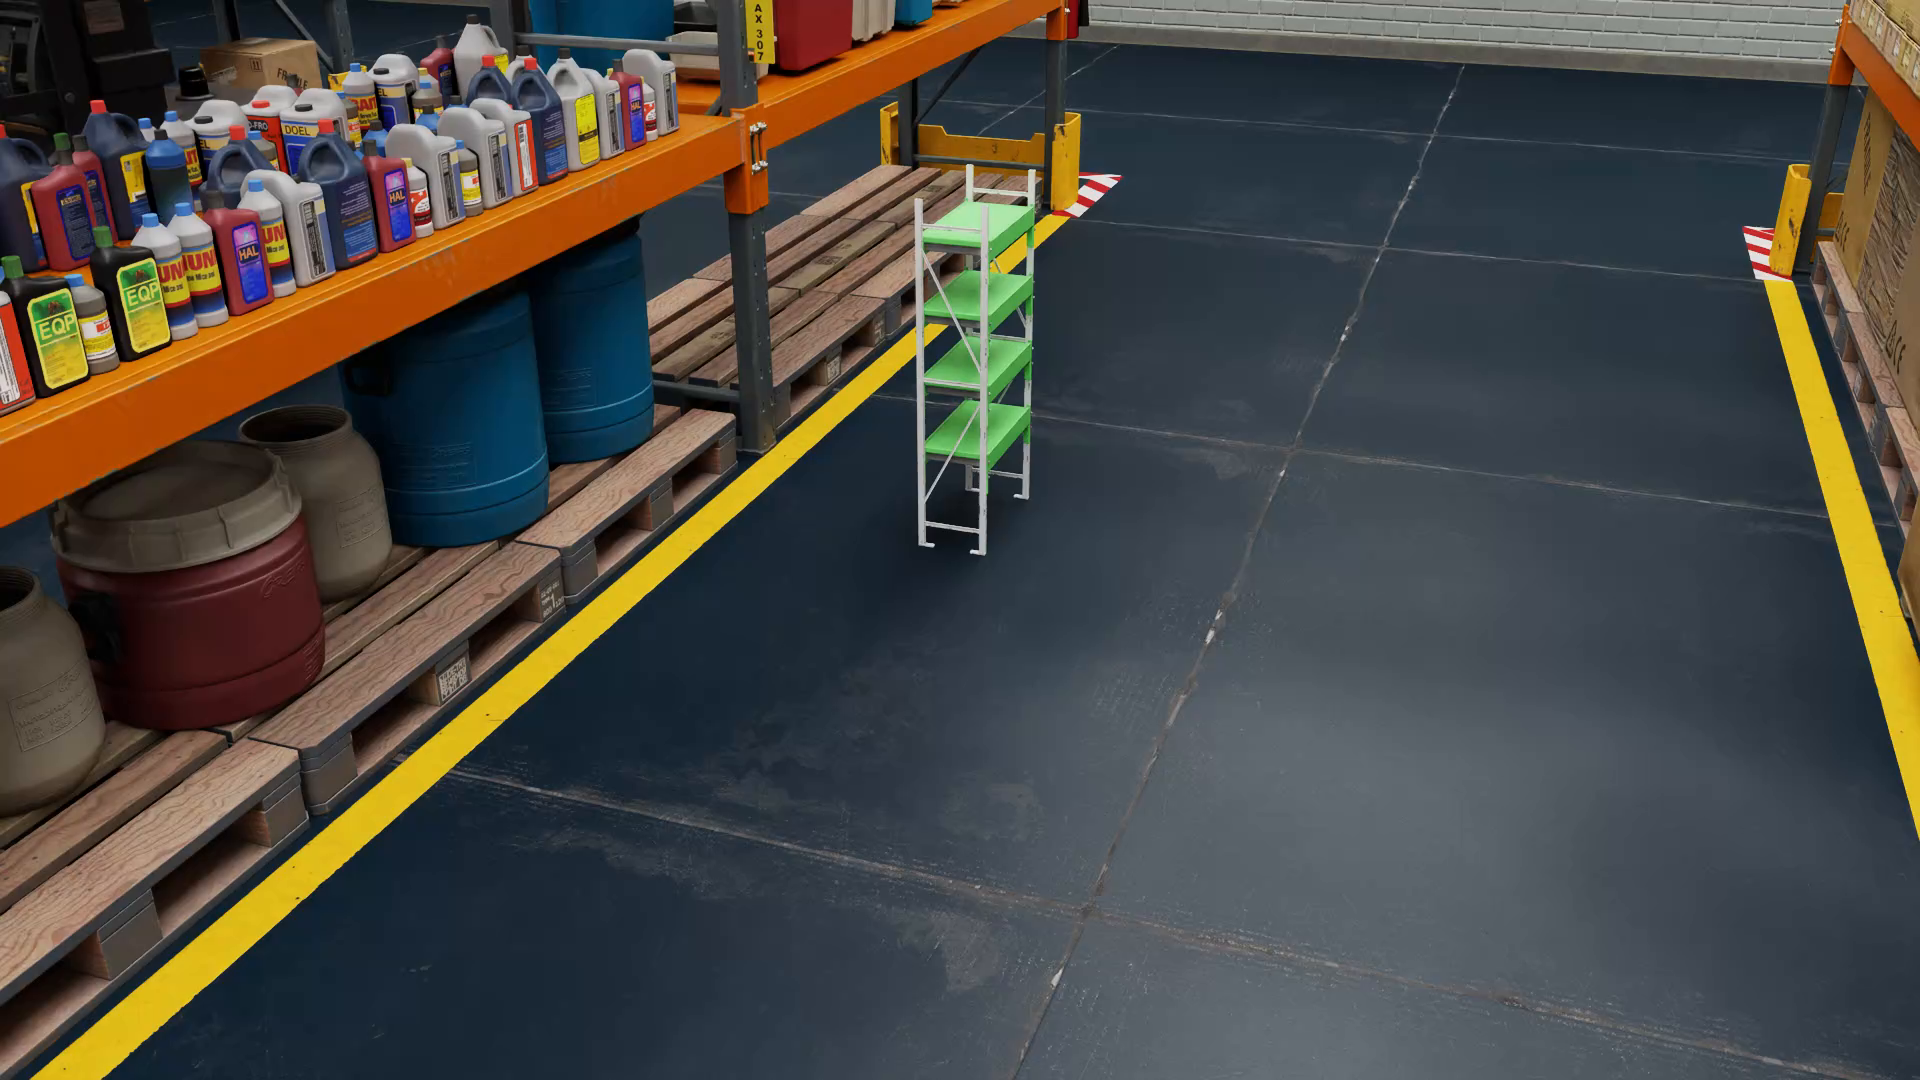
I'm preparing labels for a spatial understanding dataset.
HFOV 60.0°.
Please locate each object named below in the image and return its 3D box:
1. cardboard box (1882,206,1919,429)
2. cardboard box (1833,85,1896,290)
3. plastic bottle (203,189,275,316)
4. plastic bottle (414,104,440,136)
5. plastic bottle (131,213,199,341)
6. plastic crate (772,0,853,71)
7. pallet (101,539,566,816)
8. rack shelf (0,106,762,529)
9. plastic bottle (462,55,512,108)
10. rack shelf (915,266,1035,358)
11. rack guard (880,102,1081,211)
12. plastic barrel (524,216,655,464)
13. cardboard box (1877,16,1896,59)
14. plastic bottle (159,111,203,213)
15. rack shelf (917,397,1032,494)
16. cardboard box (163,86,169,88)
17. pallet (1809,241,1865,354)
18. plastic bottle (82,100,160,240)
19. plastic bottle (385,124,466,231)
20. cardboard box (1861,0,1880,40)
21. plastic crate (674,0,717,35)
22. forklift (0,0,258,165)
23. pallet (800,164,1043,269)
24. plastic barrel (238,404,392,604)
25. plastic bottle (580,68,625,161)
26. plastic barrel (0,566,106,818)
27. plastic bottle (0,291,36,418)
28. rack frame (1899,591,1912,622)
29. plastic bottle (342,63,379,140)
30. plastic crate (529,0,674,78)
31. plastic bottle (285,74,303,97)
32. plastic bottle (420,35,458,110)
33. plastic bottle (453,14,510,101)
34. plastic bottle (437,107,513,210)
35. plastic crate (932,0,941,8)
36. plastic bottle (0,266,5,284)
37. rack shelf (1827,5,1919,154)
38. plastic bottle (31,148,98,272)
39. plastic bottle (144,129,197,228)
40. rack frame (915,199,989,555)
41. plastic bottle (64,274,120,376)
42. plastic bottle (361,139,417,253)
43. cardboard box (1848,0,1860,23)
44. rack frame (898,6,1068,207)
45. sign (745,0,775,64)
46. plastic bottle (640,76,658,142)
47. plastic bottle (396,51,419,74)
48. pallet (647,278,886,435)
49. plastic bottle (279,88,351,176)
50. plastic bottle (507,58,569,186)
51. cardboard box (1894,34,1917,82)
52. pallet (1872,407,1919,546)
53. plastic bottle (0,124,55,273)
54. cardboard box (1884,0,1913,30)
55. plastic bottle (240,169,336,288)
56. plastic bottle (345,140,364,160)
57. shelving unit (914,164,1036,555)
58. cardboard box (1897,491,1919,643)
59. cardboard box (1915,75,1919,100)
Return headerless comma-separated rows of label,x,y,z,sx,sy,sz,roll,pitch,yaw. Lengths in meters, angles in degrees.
cardboard box,4.055,-0.912,6.147,0.875,0.875,0.875,9,27,17
cardboard box,4.654,-1.651,7.675,0.875,0.875,0.875,9,27,17
plastic bottle,-1.665,-0.670,3.827,0.061,0.283,0.133,9,27,17
plastic bottle,-1.494,-1.099,4.725,0.097,0.271,0.097,0,26,0
plastic bottle,-1.753,-0.580,3.654,0.097,0.271,0.097,0,26,0
plastic crate,-0.676,-2.154,6.614,0.402,0.464,0.583,9,27,17
pallet,-1.910,0.302,4.885,1.003,0.211,1.213,9,27,17
rack shelf,-1.875,-0.622,4.418,1.077,0.370,4.000,9,27,17
plastic bottle,-1.405,-1.265,4.978,0.144,0.351,0.185,9,27,17
rack shelf,0.055,-0.767,5.552,0.258,0.148,0.480,9,27,17
rack guard,0.117,-2.298,9.923,1.175,0.500,0.348,9,27,17
plastic barrel,-1.407,-0.791,5.868,0.600,0.901,0.708,9,27,17
cardboard box,4.022,-2.059,6.850,0.380,0.149,0.250,8,27,16
plastic bottle,-2.173,-1.055,4.635,0.097,0.271,0.097,0,26,0
rack shelf,0.055,-0.335,5.761,0.258,0.148,0.480,9,27,17
cardboard box,-5.163,-2.704,10.543,0.500,0.250,0.500,9,27,17
pallet,4.600,-1.098,7.776,1.003,0.211,1.213,9,27,17
plastic bottle,-2.230,-0.990,4.408,0.144,0.351,0.185,9,27,17
plastic bottle,-1.448,-0.995,4.505,0.152,0.276,0.135,9,27,17
cardboard box,4.194,-2.271,7.287,0.380,0.149,0.250,8,27,16
plastic crate,-1.091,-2.170,7.036,0.437,0.125,0.590,9,27,17
forklift,-3.857,-1.807,6.119,1.130,2.935,3.031,15,30,28
pallet,-0.190,-1.823,9.273,1.003,0.211,1.213,9,27,17
plastic barrel,-1.915,-0.106,4.899,0.421,0.512,0.421,0,26,0
plastic bottle,-1.158,-1.353,5.244,0.152,0.276,0.135,9,27,17
plastic barrel,-2.291,0.358,3.941,0.421,0.512,0.421,0,26,0
plastic bottle,-1.938,-0.389,3.254,0.152,0.276,0.135,9,27,17
rack frame,3.461,-1.049,4.475,1.000,3.000,0.127,9,27,17
plastic bottle,-1.909,-1.381,5.307,0.097,0.271,0.097,0,26,0
plastic crate,-1.376,-2.029,6.447,0.392,0.384,0.575,9,27,17
plastic bottle,-2.030,-1.261,5.047,0.061,0.283,0.133,9,27,17
plastic bottle,-1.779,-1.571,5.687,0.061,0.283,0.133,9,27,17
plastic bottle,-1.646,-1.631,5.733,0.144,0.351,0.185,9,27,17
plastic bottle,-1.370,-1.090,4.702,0.152,0.276,0.135,9,27,17
plastic crate,-0.240,-2.599,7.910,0.298,0.136,0.250,9,27,17
plastic bottle,-1.931,-0.439,3.363,0.097,0.271,0.097,0,26,0
rack shelf,4.126,-1.547,6.329,1.077,0.370,4.000,9,27,17
plastic bottle,-2.231,-0.824,4.144,0.061,0.283,0.133,9,27,17
plastic bottle,-2.102,-0.954,4.427,0.097,0.271,0.097,0,26,0
rack frame,-0.026,-0.508,5.422,0.240,1.200,0.015,9,27,17
plastic bottle,-1.829,-0.454,3.474,0.097,0.201,0.097,0,26,0
plastic bottle,-1.482,-0.897,4.294,0.061,0.283,0.133,9,27,17
cardboard box,4.363,-2.482,7.722,0.380,0.149,0.250,9,27,18
rack frame,0.121,-3.411,9.354,1.000,3.000,0.127,9,27,17
sign,-0.692,-1.812,5.732,0.100,0.325,0.005,9,27,17
plastic bottle,-1.049,-1.418,5.464,0.097,0.201,0.097,0,26,0
plastic bottle,-1.832,-1.476,5.504,0.097,0.271,0.097,0,26,0
pallet,-1.002,-0.820,7.202,1.003,0.211,1.213,9,27,17
plastic bottle,-1.888,-1.174,4.875,0.152,0.276,0.135,9,27,17
plastic bottle,-1.269,-1.244,4.934,0.144,0.351,0.185,9,27,17
cardboard box,3.852,-1.850,6.417,0.380,0.149,0.250,8,27,16
pallet,3.788,-0.095,5.705,1.003,0.211,1.213,9,27,17
plastic bottle,-2.336,-0.859,4.138,0.144,0.351,0.185,9,27,17
cardboard box,4.040,-2.181,6.643,0.500,0.250,0.500,8,27,16
plastic bottle,-1.631,-0.769,4.038,0.152,0.276,0.135,9,27,17
plastic bottle,-1.562,-0.895,4.305,0.097,0.271,0.097,0,26,0
shelving unit,0.055,-0.608,5.629,0.258,1.200,0.503,9,27,17
cardboard box,3.267,-0.016,4.298,1.225,0.875,0.875,9,27,18
cardboard box,3.681,-1.637,5.978,0.380,0.149,0.250,8,27,17
